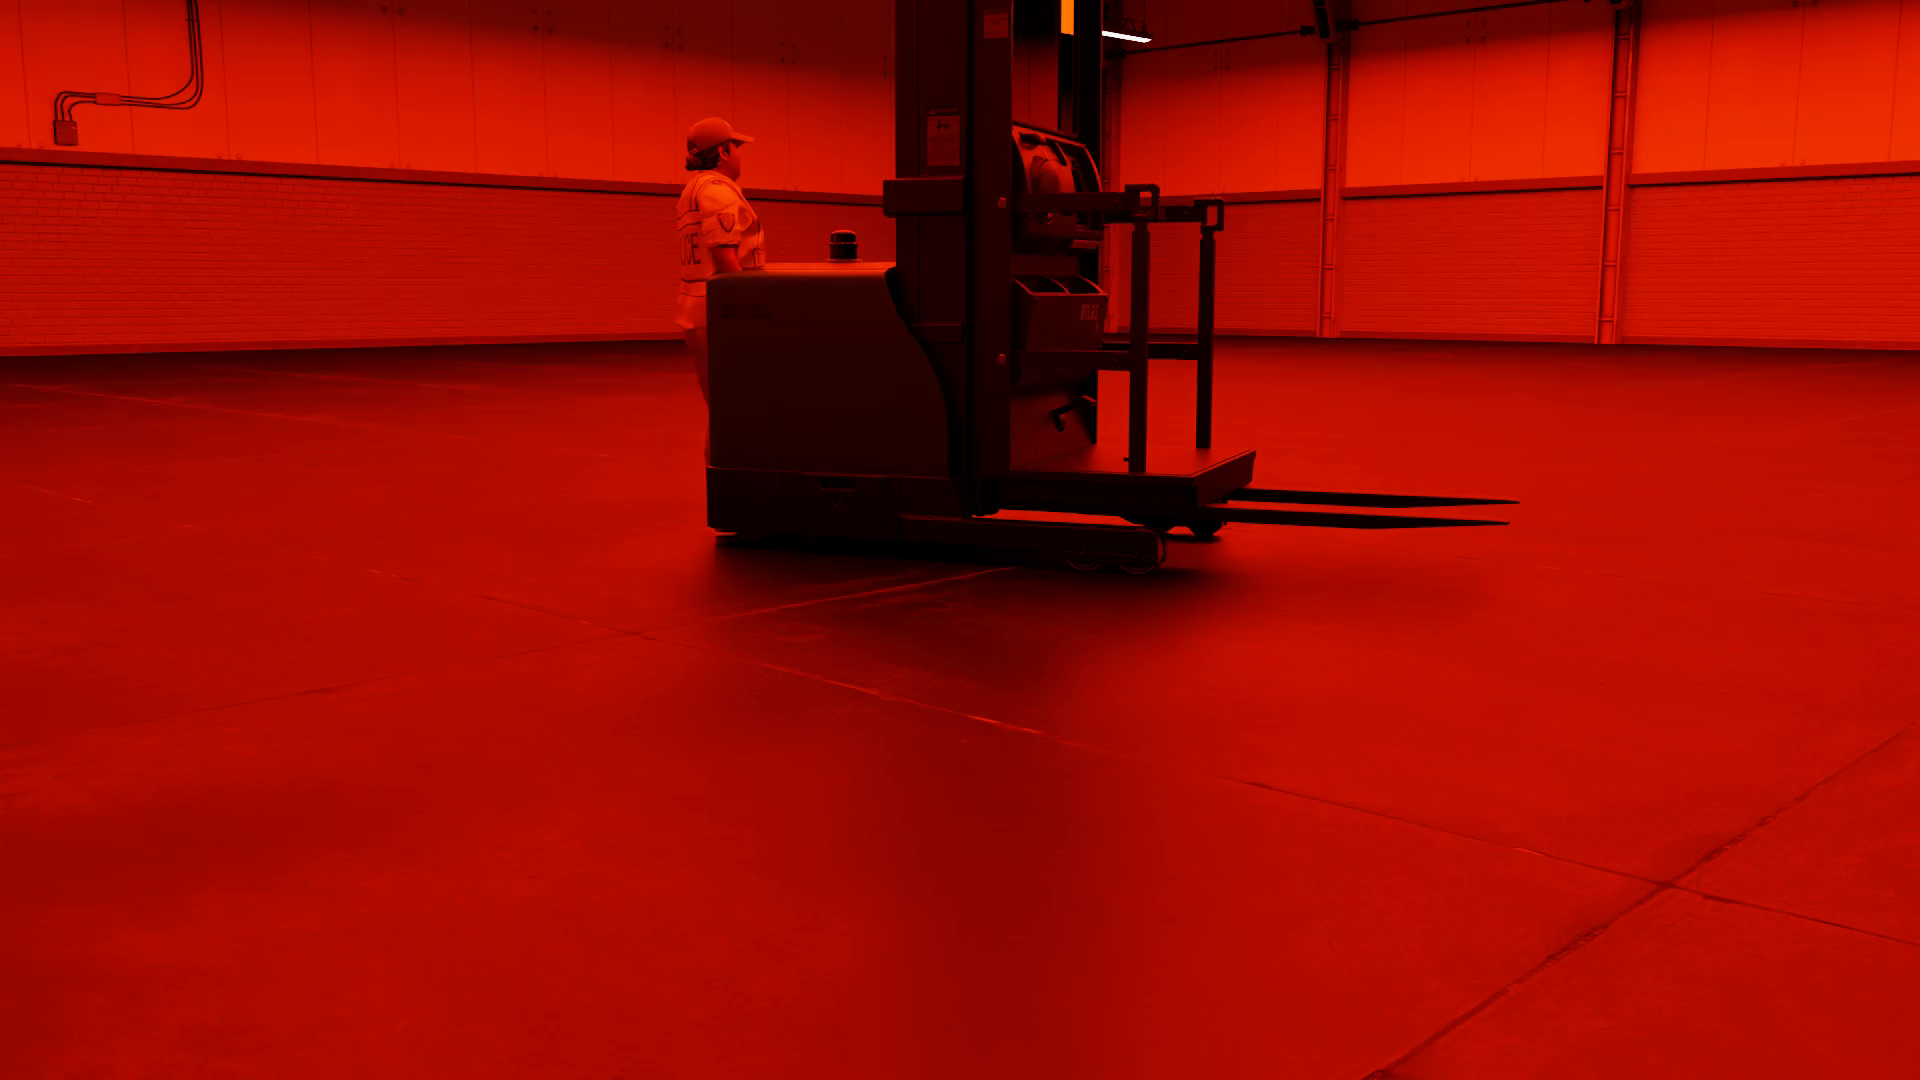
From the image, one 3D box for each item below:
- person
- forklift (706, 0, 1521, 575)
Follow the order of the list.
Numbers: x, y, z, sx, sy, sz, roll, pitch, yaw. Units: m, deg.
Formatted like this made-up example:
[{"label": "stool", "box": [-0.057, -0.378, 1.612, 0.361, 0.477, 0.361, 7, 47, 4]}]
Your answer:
[{"label": "person", "box": [-0.854, -0.850, 6.712, 0.529, 1.670, 0.597, -4, 9, -25]}, {"label": "forklift", "box": [0.565, -1.416, 6.275, 3.031, 2.935, 1.130, 3, 9, 22]}]
